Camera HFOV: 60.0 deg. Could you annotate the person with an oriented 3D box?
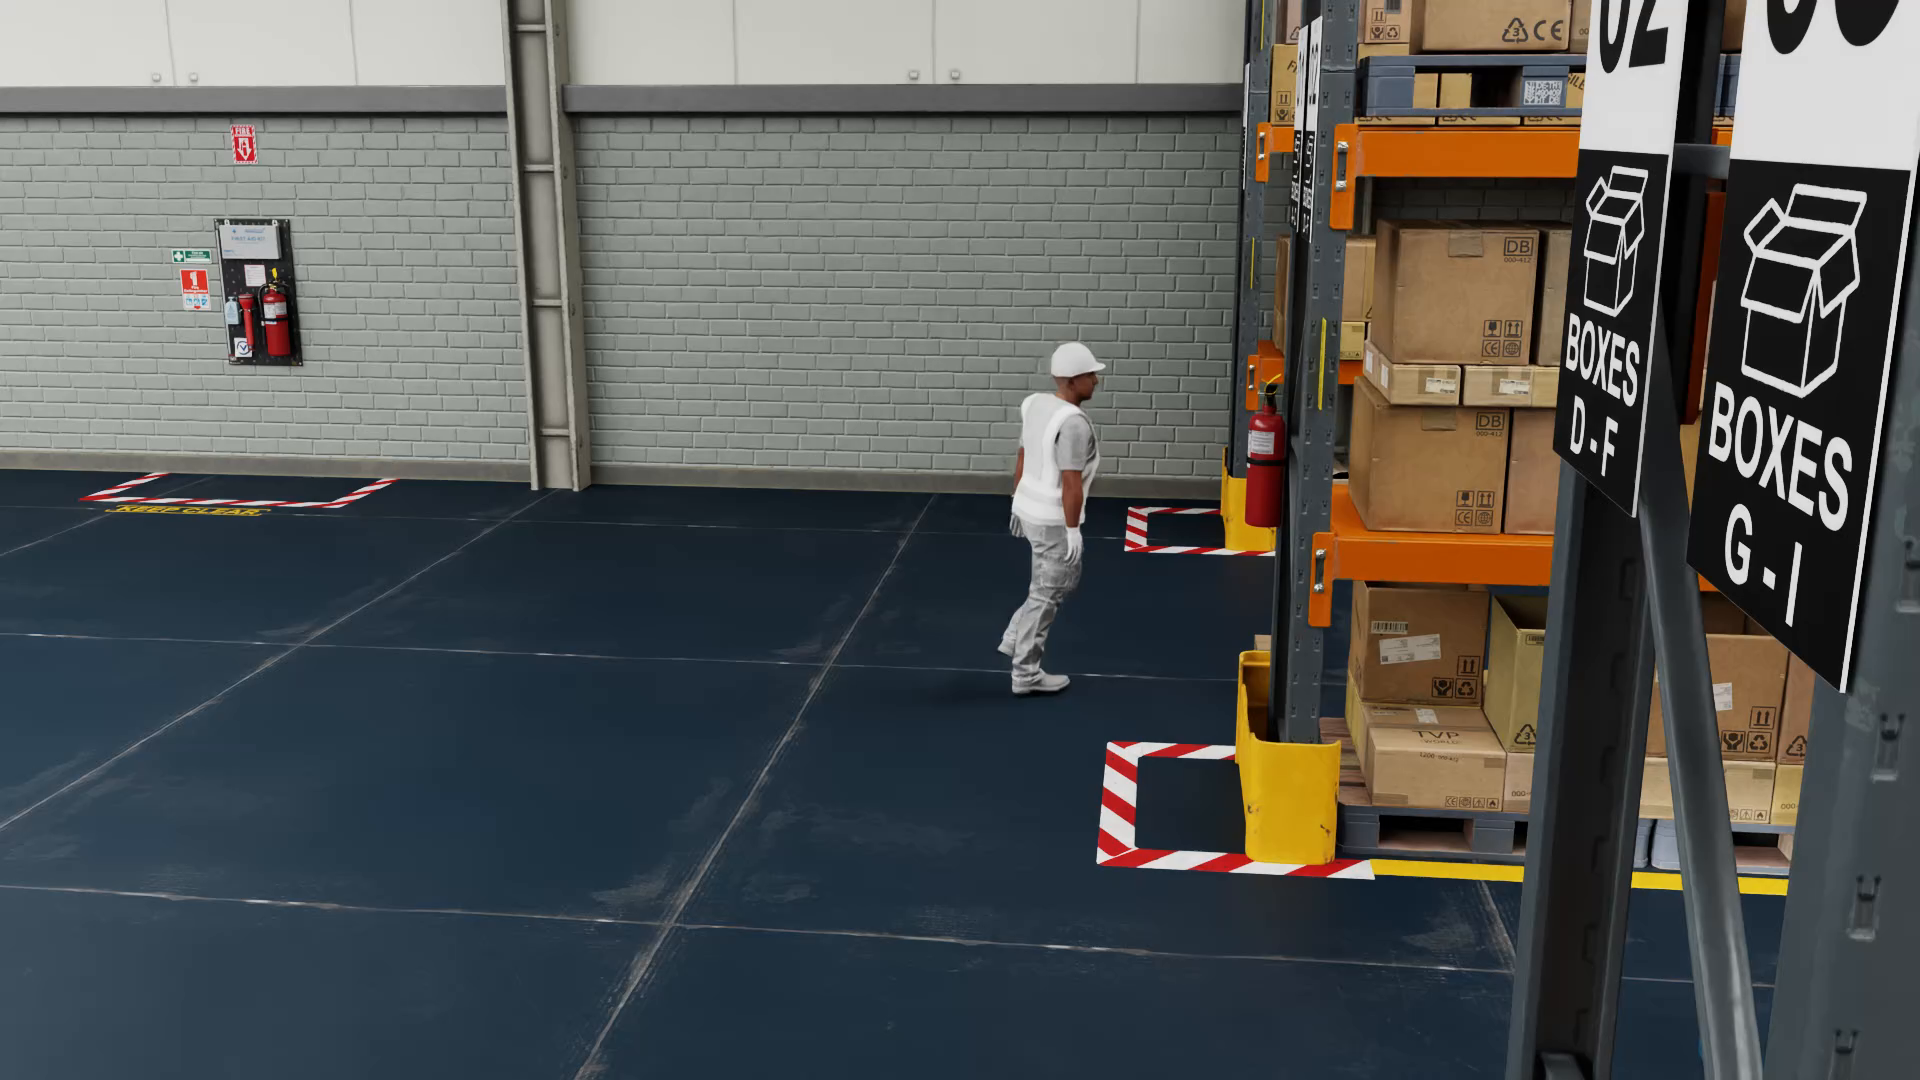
[{"bbox_3d":[0.461,-0.101,8.305,0.482,1.771,0.598,-4,15,-16],"label":"person"}]
